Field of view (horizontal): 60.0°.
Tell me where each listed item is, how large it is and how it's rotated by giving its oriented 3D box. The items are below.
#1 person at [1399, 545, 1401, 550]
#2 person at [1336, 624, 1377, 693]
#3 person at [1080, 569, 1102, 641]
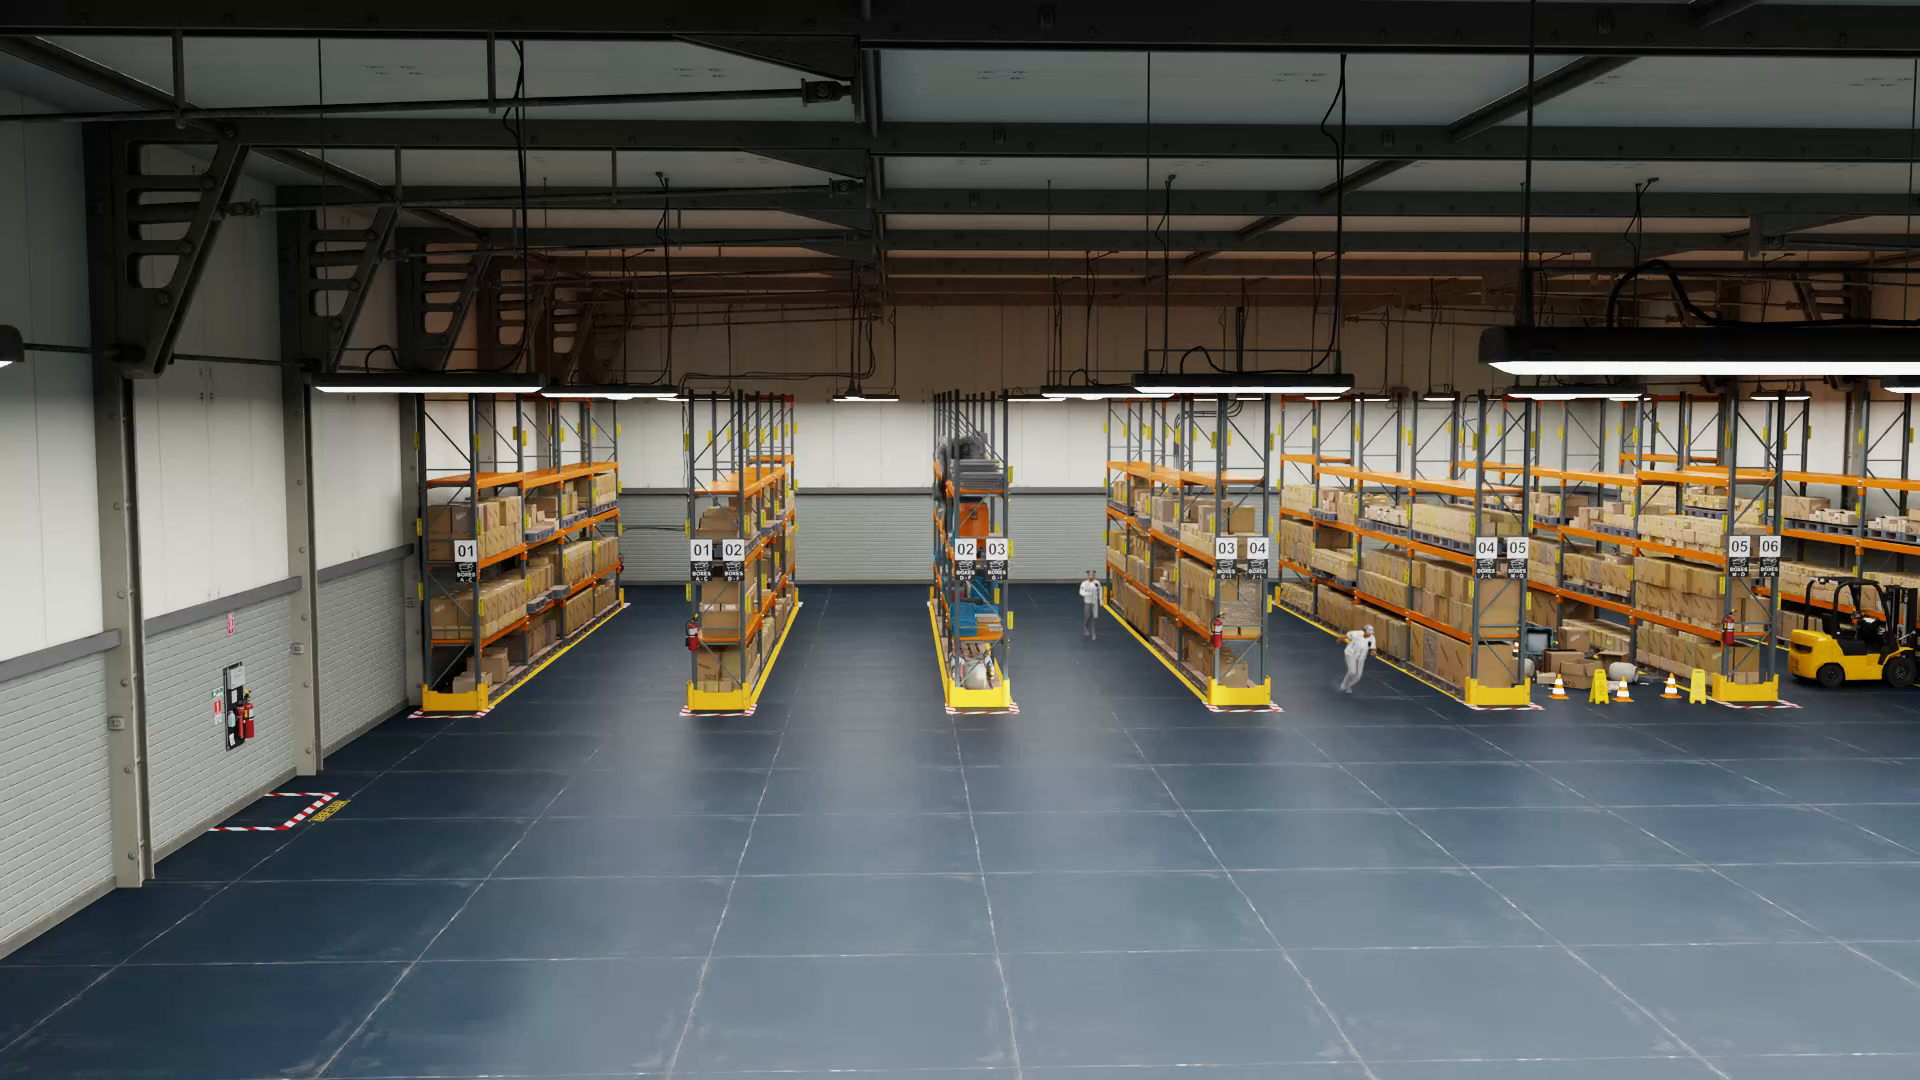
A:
[{"bbox_3d":[13.040,0.935,49.134,0.672,1.597,0.580,-1,5,-9],"label":"person"},{"bbox_3d":[7.854,2.336,32.742,0.583,1.429,0.955,-1,5,-13],"label":"person"},{"bbox_3d":[3.196,1.577,40.539,0.586,1.740,0.830,0,5,-2],"label":"person"}]
